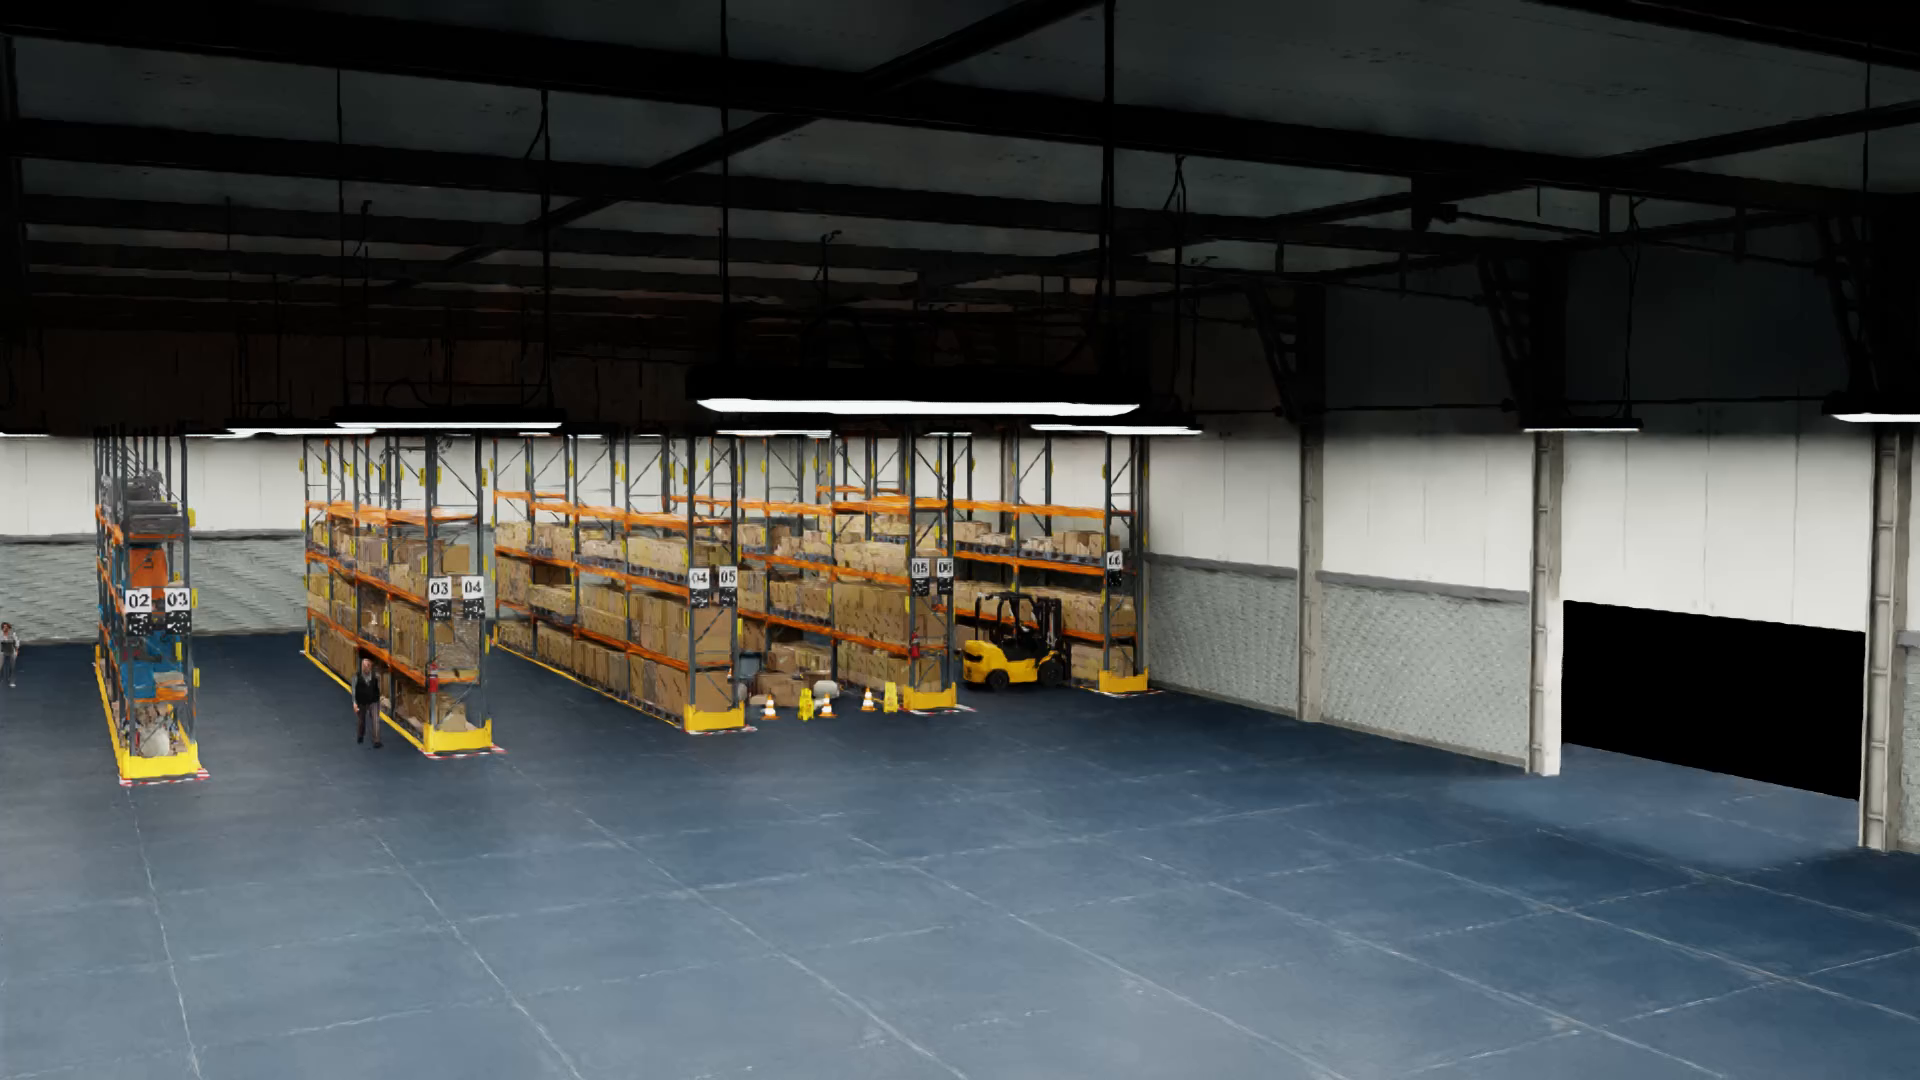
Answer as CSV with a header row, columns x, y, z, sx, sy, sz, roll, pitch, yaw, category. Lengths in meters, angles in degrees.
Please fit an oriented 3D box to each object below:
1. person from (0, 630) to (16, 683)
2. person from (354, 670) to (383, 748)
x,y,z,sx,sy,sz,roll,pitch,yaw,category
-22.067,2.834,38.461,0.399,0.998,0.473,-2,4,-31,person
-19.056,2.743,37.276,9.278,1.426,19.567,-2,4,-26,person
